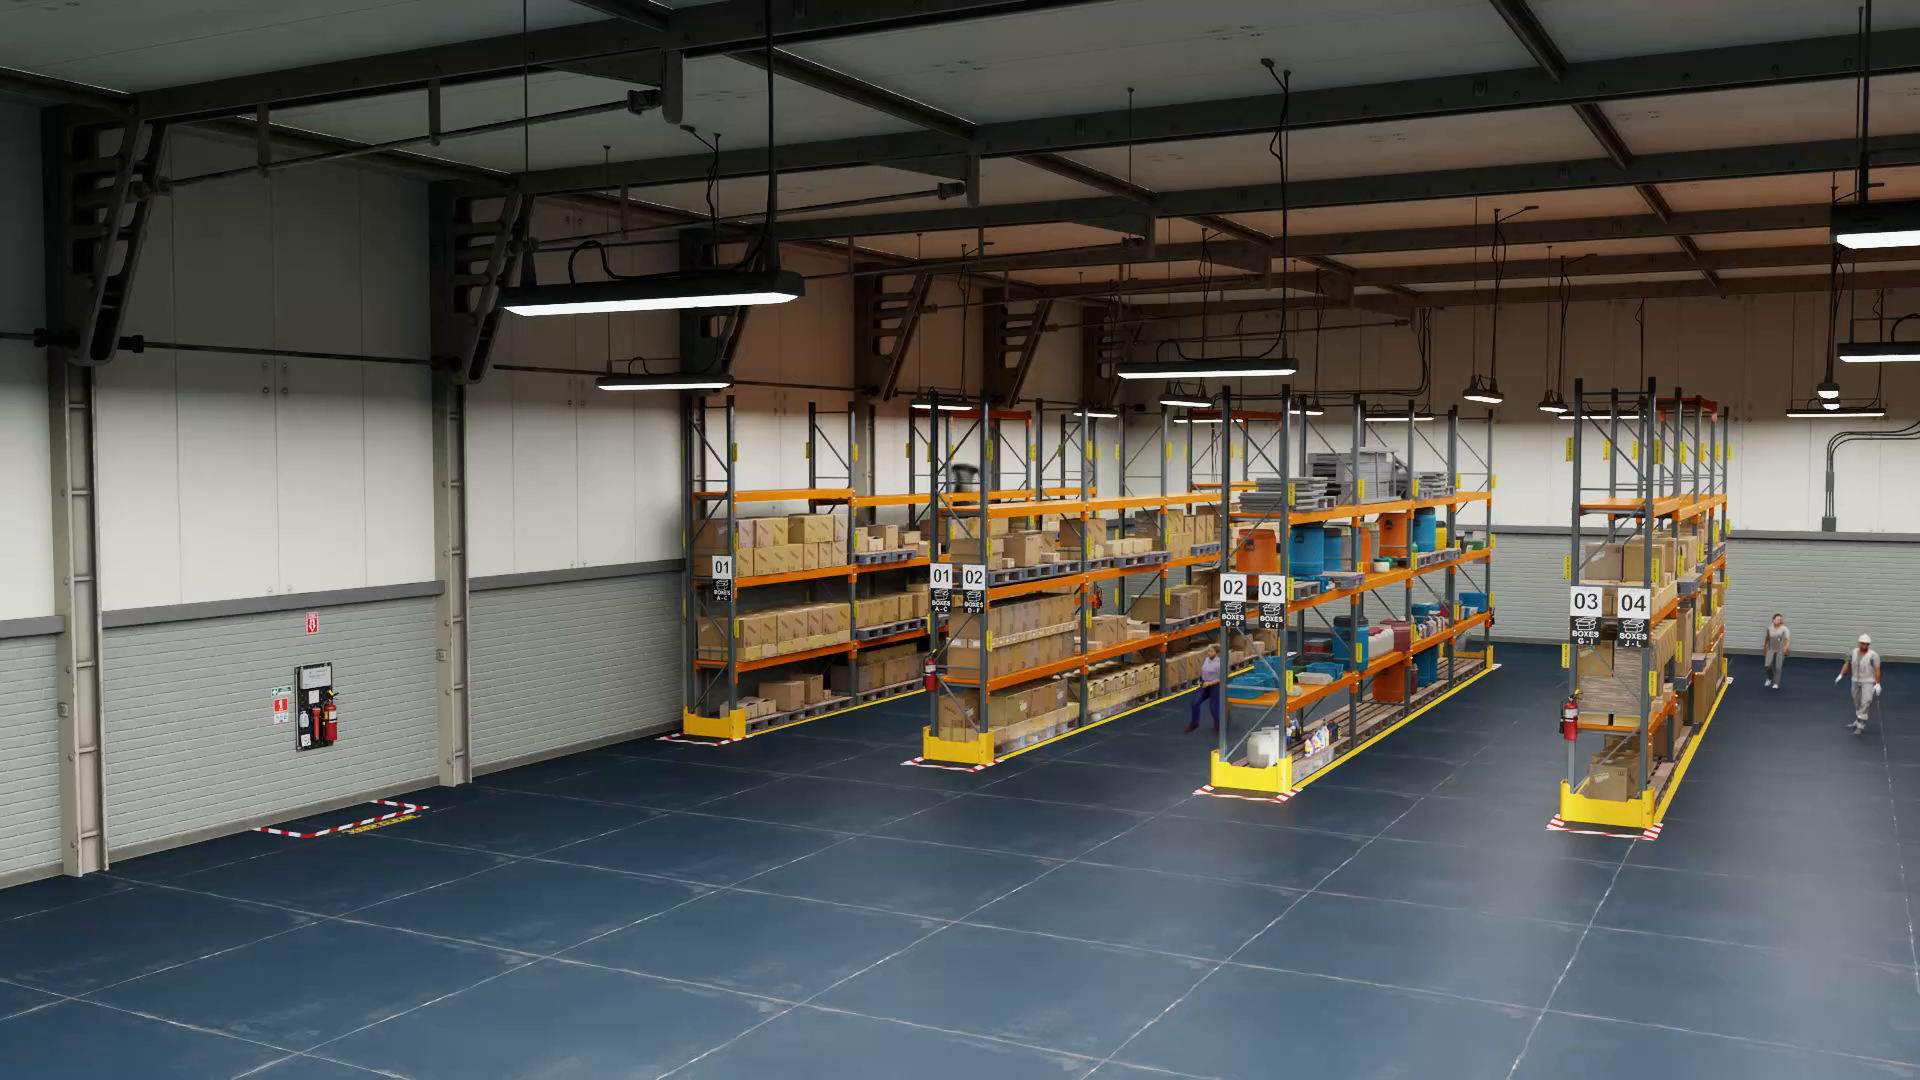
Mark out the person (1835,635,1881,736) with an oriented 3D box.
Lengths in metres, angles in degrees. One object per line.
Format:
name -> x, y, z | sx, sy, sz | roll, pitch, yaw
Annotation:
person -> 16.071, 2.561, 29.707 | 0.770, 1.778, 0.732 | -2, 3, -29

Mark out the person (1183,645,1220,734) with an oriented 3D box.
person -> 4.411, 2.640, 29.455 | 0.744, 1.609, 0.753 | -3, 4, -43

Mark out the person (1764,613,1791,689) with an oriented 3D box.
person -> 17.161, 2.343, 34.955 | 0.562, 1.621, 0.723 | 2, 4, 35

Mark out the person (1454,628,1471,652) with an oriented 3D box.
person -> 12.337, 2.078, 40.607 | 0.747, 1.579, 0.671 | -1, 3, -13
